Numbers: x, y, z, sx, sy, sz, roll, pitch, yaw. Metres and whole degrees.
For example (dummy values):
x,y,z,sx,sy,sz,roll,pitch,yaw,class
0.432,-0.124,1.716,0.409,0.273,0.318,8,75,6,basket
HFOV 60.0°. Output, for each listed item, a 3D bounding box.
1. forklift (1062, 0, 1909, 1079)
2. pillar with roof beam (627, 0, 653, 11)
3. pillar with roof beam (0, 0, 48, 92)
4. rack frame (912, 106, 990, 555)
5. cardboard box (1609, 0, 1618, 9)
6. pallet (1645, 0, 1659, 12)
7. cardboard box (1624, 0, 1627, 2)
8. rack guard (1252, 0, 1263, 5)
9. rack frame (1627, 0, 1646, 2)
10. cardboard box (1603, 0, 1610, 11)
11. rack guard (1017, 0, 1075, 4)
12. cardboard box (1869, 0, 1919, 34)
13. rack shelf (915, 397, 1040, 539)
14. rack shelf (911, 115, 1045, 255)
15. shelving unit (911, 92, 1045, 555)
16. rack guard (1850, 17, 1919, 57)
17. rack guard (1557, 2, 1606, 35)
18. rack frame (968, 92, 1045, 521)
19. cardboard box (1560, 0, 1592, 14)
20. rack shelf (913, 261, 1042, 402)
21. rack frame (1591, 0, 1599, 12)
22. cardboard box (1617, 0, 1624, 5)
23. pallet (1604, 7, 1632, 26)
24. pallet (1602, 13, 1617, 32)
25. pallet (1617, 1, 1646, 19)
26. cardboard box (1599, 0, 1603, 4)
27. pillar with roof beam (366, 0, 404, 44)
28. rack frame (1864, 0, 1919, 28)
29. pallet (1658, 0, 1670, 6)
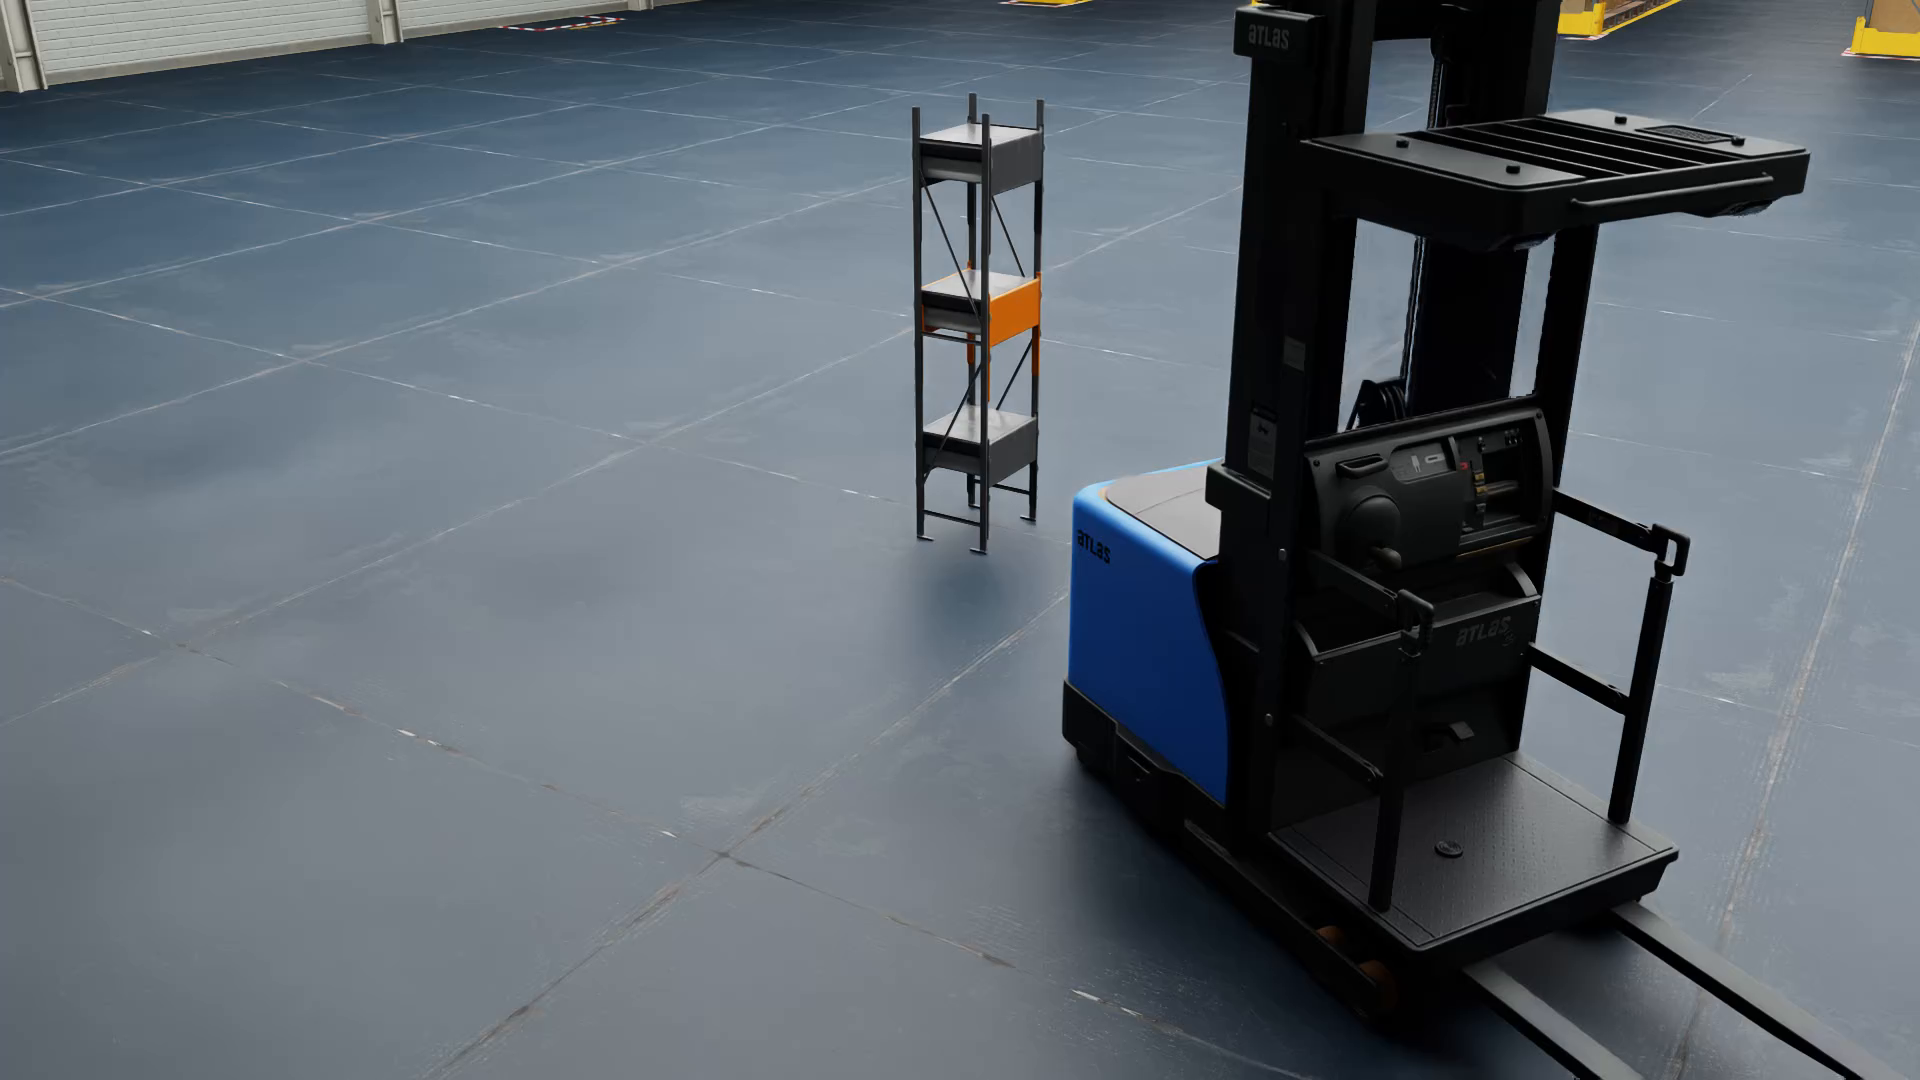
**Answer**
x,y,z,sx,sy,sz,roll,pitch,yaw,class
1.533,-0.126,4.852,1.130,2.935,3.031,-12,26,-26,forklift
-2.377,-13.248,27.526,9.100,9.000,0.400,14,27,29,pillar with roof beam
-8.707,-9.198,18.170,9.100,9.000,0.400,14,27,29,pillar with roof beam
-0.041,-0.937,7.772,0.400,2.100,0.015,14,27,29,rack frame
11.429,-9.739,29.589,0.500,0.500,0.500,11,26,24,cardboard box
12.640,-10.224,31.602,1.003,0.211,1.213,14,27,29,pallet
11.986,-10.160,30.561,0.500,0.500,0.500,13,27,27,cardboard box
5.913,-9.817,30.298,1.175,0.500,0.348,14,27,29,rack guard
12.231,-11.241,30.440,1.000,3.000,0.127,14,27,29,rack frame
11.097,-9.560,29.175,0.500,0.500,0.500,17,29,34,cardboard box
1.694,-10.813,32.598,1.175,0.500,0.348,14,27,29,rack guard
14.583,-8.278,25.741,0.875,0.875,0.875,14,27,29,cardboard box
0.087,-0.365,8.245,0.431,0.518,0.480,14,27,29,rack shelf
0.087,-1.649,7.689,0.431,0.518,0.480,14,27,29,rack shelf
0.087,-1.019,7.962,0.431,2.100,0.503,14,27,29,shelving unit
14.268,-7.662,25.320,1.175,0.500,0.348,14,27,29,rack guard
10.161,-8.769,27.877,1.175,0.500,0.348,14,27,29,rack guard
0.216,-1.102,8.152,0.400,2.100,0.015,14,27,29,rack frame
10.464,-9.144,28.214,0.500,0.500,0.500,20,30,38,cardboard box
0.087,-1.007,7.967,0.431,0.518,0.480,14,27,29,rack shelf
10.121,-9.891,27.322,1.000,3.000,0.127,14,27,29,rack frame
11.690,-9.965,30.111,0.500,0.500,0.500,-18,29,-36,cardboard box
11.264,-9.314,29.499,1.003,0.211,1.213,14,27,29,pallet
10.619,-8.904,28.551,1.003,0.211,1.213,14,27,29,pallet
11.906,-9.727,30.453,1.003,0.211,1.213,14,27,29,pallet
10.750,-9.353,28.696,0.500,0.500,0.500,-20,31,-39,cardboard box
-5.542,-11.223,22.848,9.100,9.000,0.400,14,27,29,pillar with roof beam
14.281,-8.817,24.842,1.000,3.000,0.127,14,27,29,rack frame
13.283,-10.638,32.557,1.003,0.211,1.213,14,27,29,pallet
